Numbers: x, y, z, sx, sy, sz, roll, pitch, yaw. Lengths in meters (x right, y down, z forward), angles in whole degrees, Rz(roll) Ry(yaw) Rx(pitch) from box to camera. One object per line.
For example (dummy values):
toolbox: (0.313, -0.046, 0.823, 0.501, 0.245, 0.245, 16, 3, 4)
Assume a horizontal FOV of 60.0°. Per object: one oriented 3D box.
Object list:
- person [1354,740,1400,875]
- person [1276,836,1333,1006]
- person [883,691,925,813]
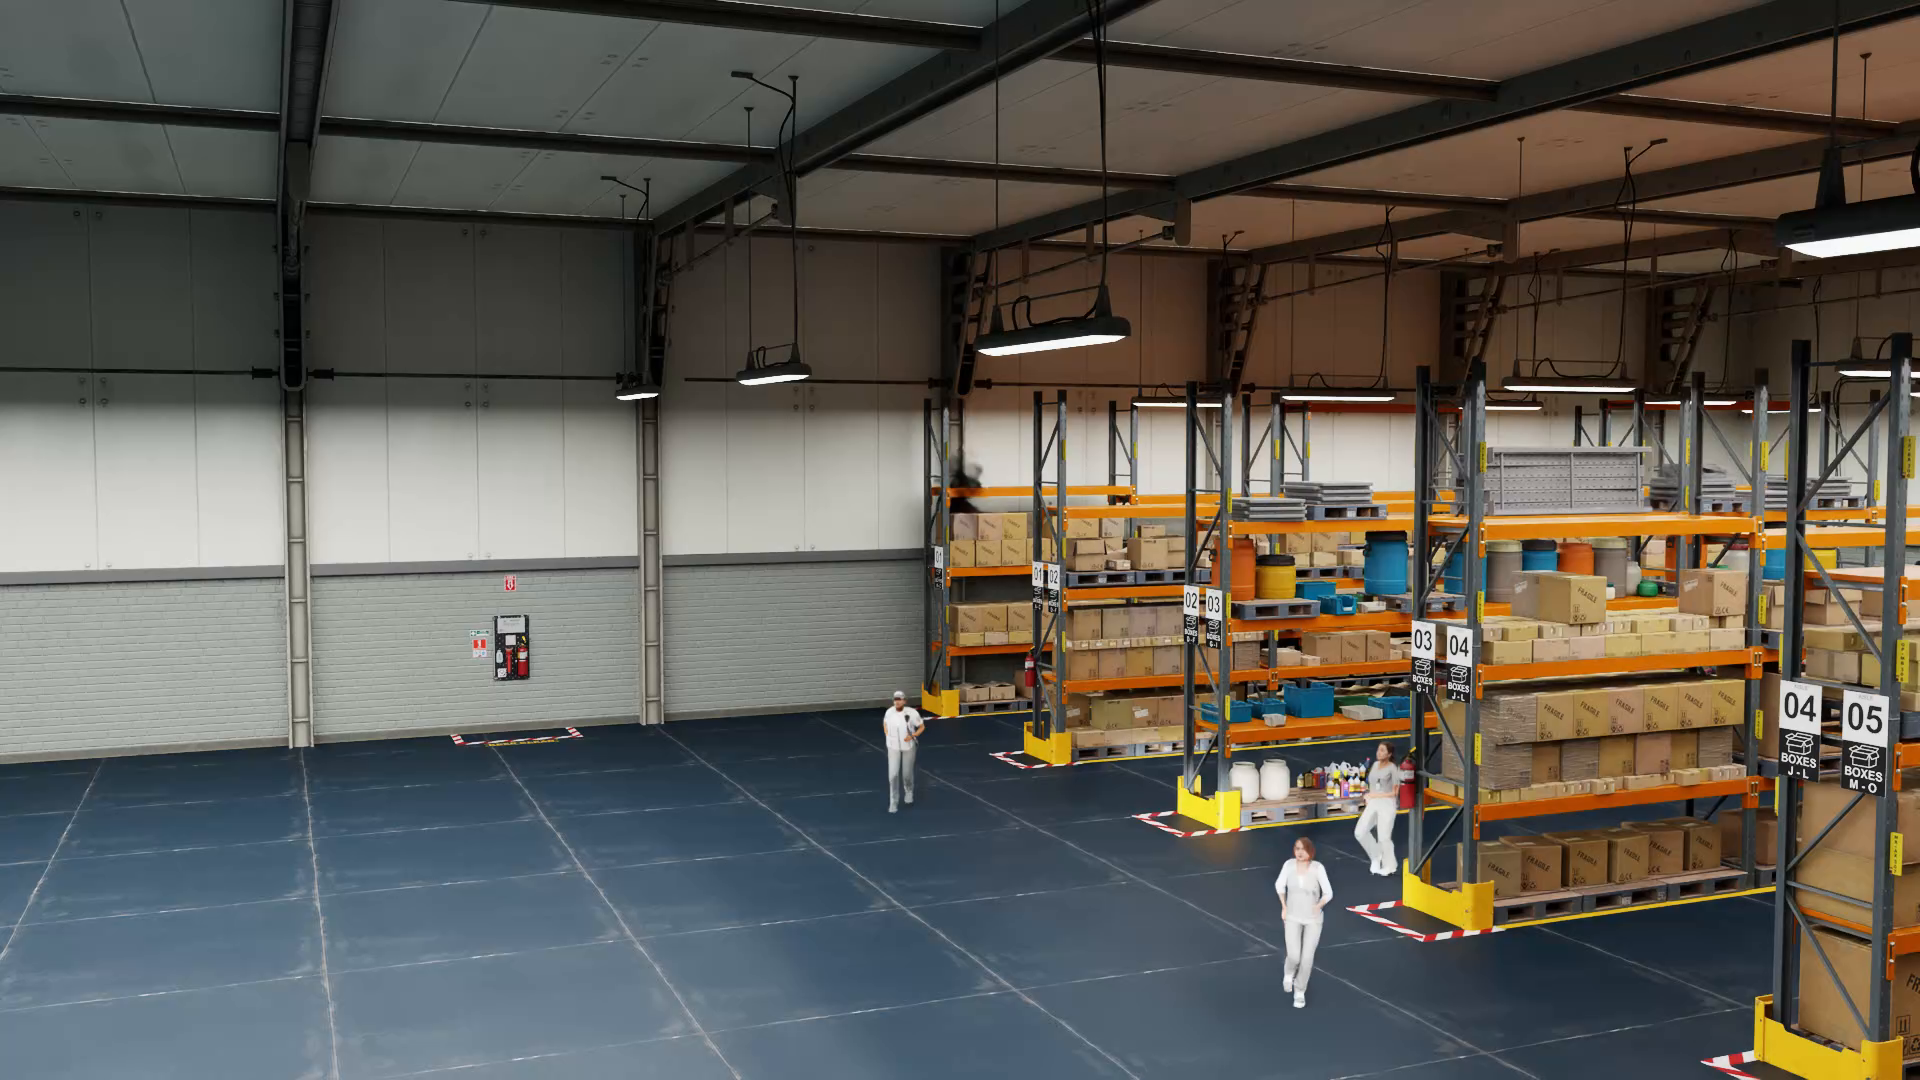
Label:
person: (4.984, 3.176, 19.688, 0.607, 1.622, 0.544, -2, 4, -34)
person: (3.136, 3.491, 15.199, 0.523, 1.568, 0.549, 1, 3, 14)
person: (-0.790, 2.973, 23.471, 0.612, 1.736, 0.721, 0, 3, 8)
